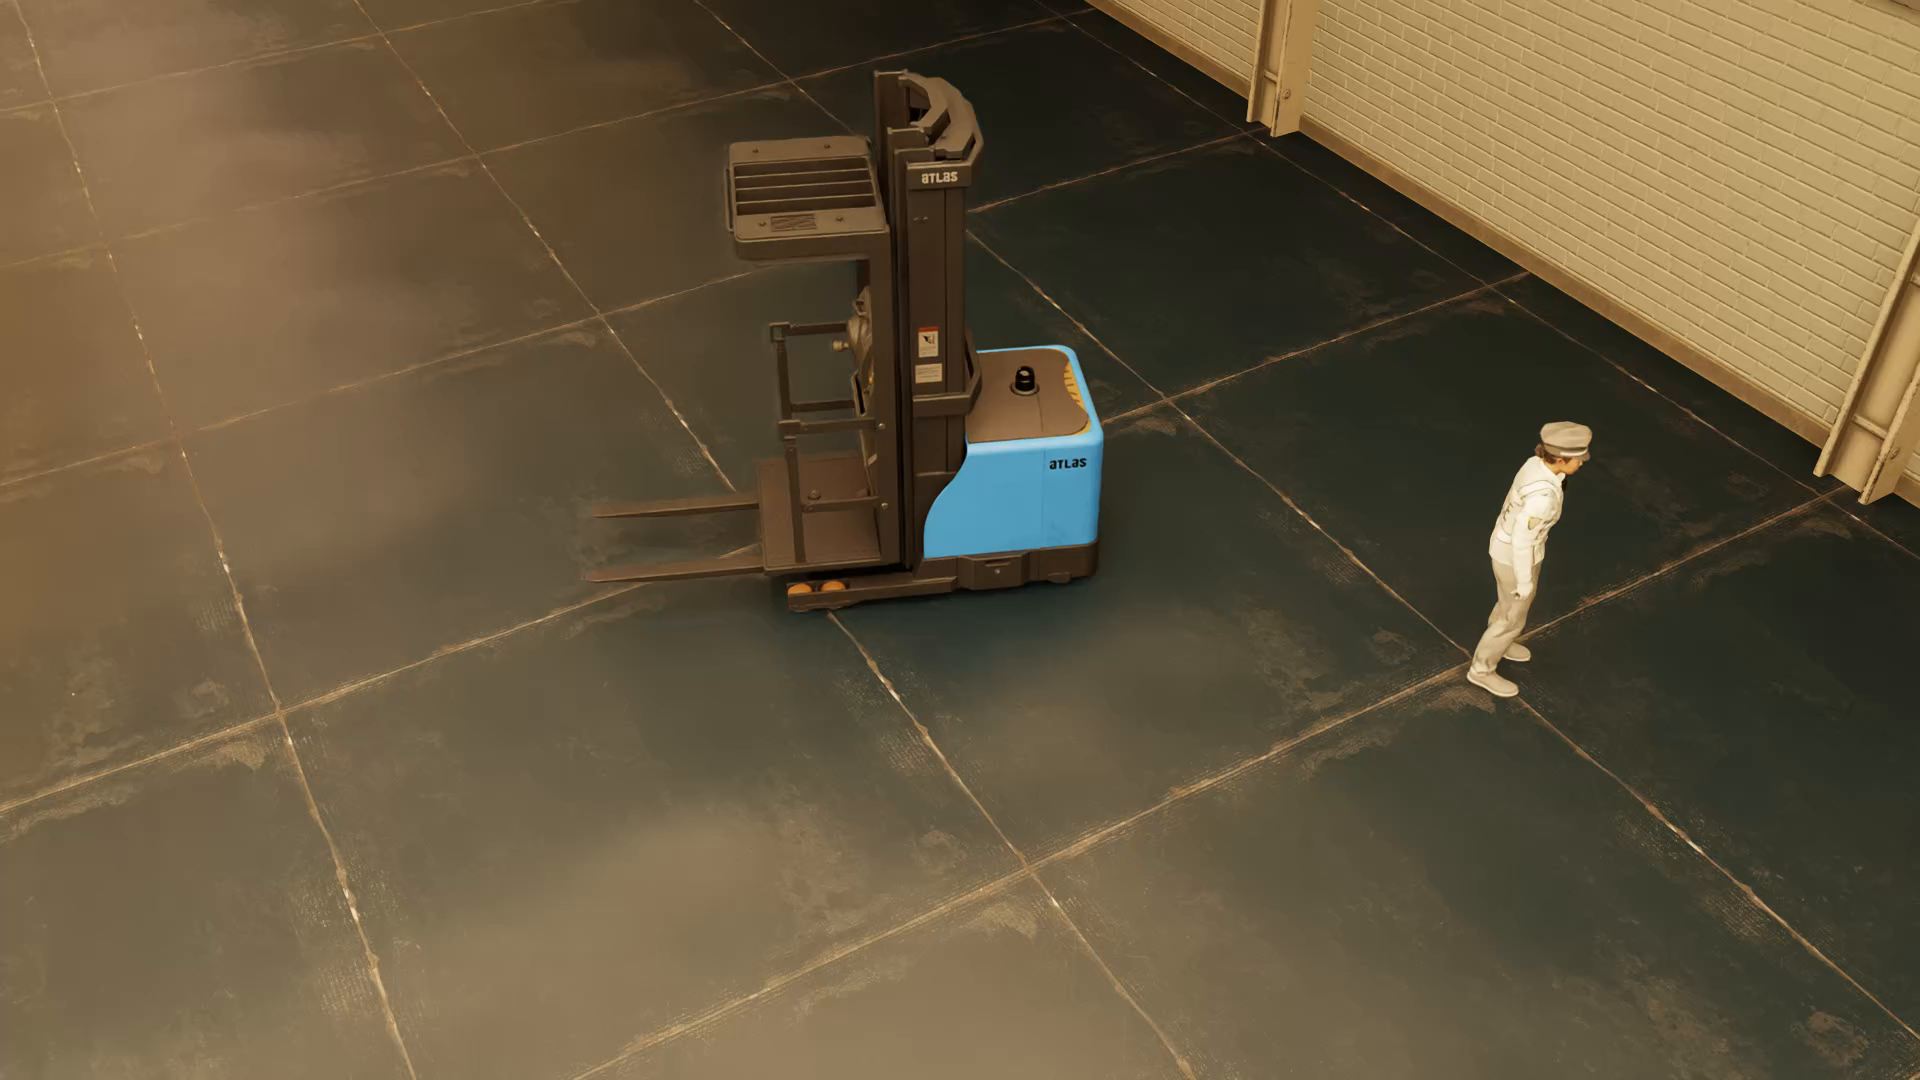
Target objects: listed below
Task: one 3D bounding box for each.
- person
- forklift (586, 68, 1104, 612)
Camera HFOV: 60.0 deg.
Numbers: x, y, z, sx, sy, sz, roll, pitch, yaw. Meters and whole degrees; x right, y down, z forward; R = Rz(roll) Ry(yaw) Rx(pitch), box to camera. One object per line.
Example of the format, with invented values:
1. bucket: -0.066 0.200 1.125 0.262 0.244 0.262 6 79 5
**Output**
1. person: 3.033 0.086 8.934 0.380 1.667 0.534 14 42 16
2. forklift: -0.728 -1.064 9.319 3.031 2.935 1.130 -5 40 -6
